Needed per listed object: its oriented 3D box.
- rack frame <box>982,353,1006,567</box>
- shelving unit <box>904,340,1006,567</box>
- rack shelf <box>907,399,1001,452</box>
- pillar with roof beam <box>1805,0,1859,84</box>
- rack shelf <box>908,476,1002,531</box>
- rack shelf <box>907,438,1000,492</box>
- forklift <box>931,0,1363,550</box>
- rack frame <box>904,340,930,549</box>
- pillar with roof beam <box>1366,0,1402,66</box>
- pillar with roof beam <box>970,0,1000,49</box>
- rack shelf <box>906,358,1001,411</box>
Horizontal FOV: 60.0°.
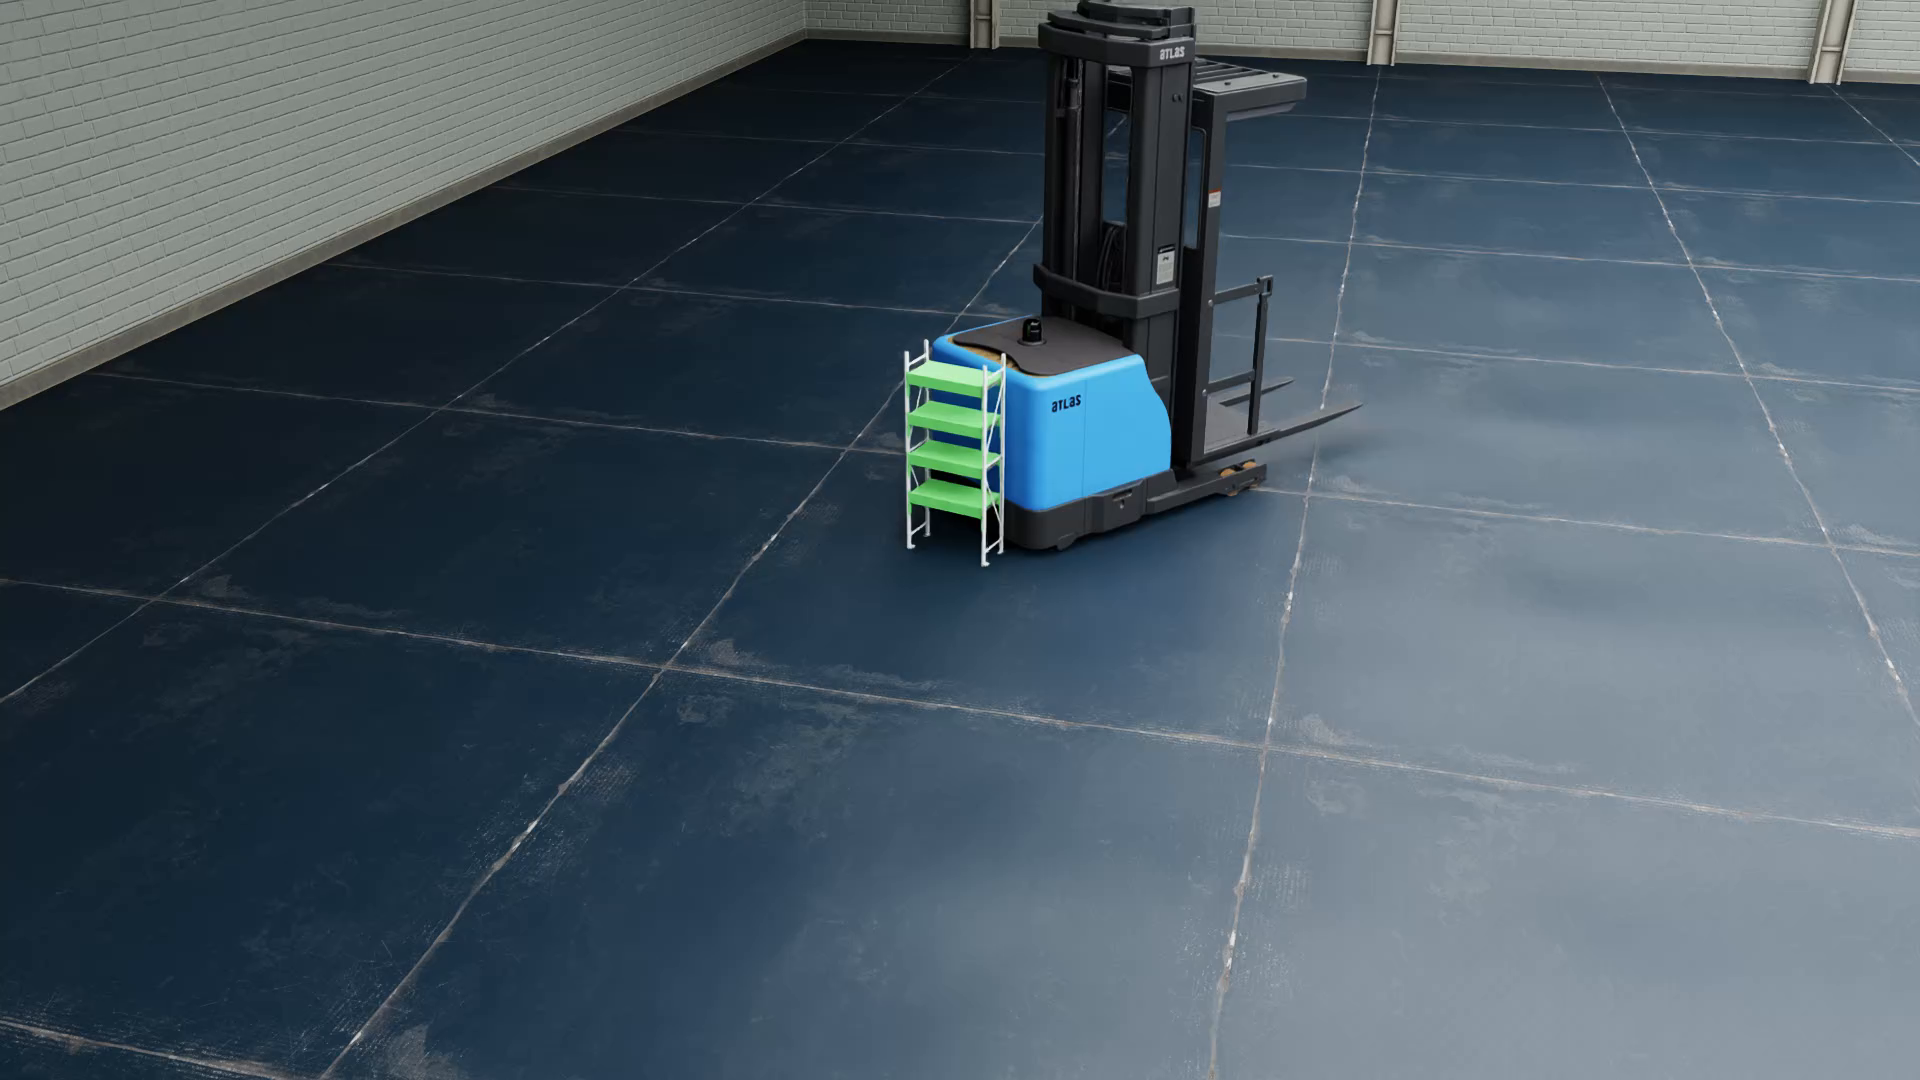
[{"bbox_3d":[0.186,-0.434,9.266,0.015,1.200,0.240,13,28,26],"label":"rack frame"},{"bbox_3d":[-0.028,-0.484,9.371,0.503,1.200,0.258,13,28,26],"label":"shelving unit"},{"bbox_3d":[-0.028,-0.643,9.295,0.480,0.148,0.258,13,28,26],"label":"rack shelf"},{"bbox_3d":[10.934,-8.647,17.444,0.400,9.000,9.100,6,26,13],"label":"pillar with roof beam"},{"bbox_3d":[-0.028,-0.210,9.502,0.480,0.148,0.258,13,28,26],"label":"rack shelf"},{"bbox_3d":[-0.028,-0.426,9.399,0.480,0.148,0.258,13,28,26],"label":"rack shelf"},{"bbox_3d":[1.301,-1.757,10.032,3.031,2.935,1.130,-18,31,-33],"label":"forklift"},{"bbox_3d":[-0.242,-0.534,9.477,0.015,1.200,0.240,13,28,26],"label":"rack frame"},{"bbox_3d":[5.123,-9.290,18.794,0.400,9.000,9.100,6,26,13],"label":"pillar with roof beam"},{"bbox_3d":[-0.688,-9.932,20.143,0.400,9.000,9.100,6,26,13],"label":"pillar with roof beam"},{"bbox_3d":[-0.028,-0.860,9.192,0.480,0.148,0.258,13,28,26],"label":"rack shelf"}]
